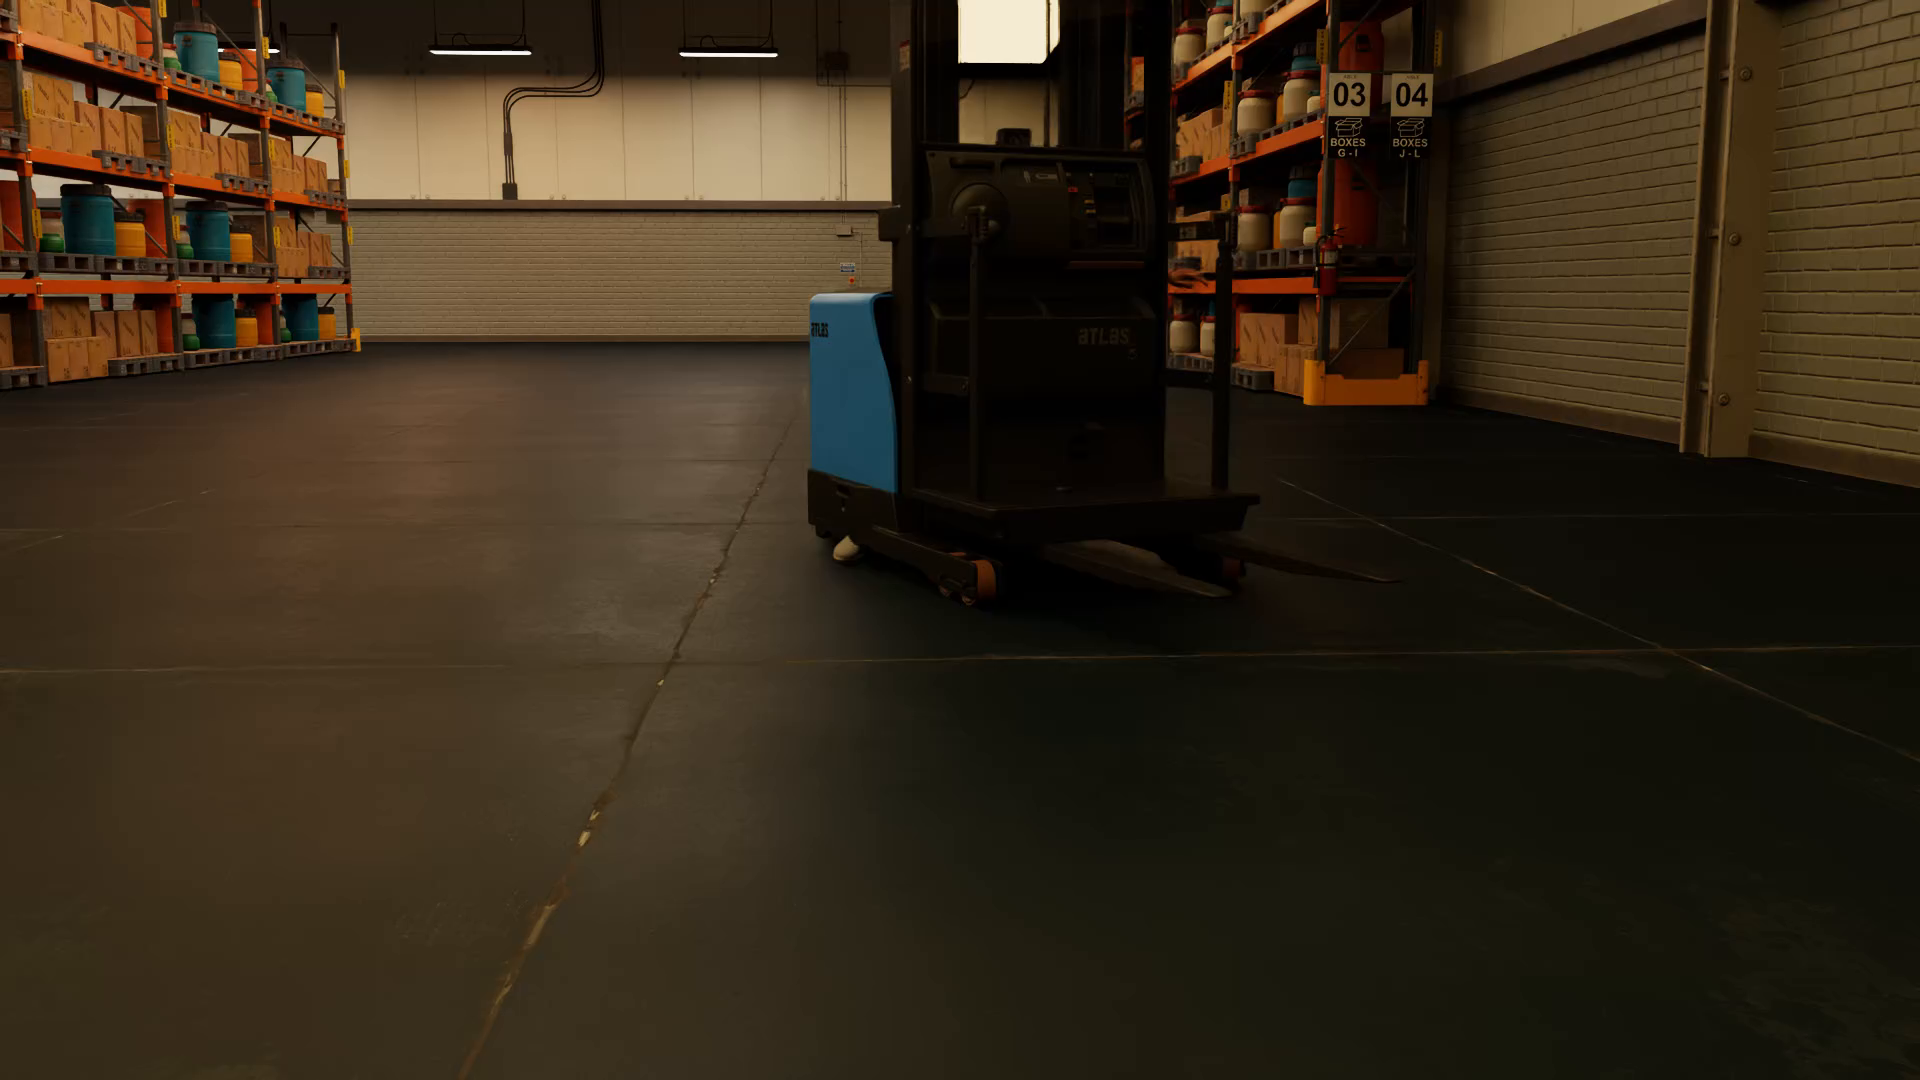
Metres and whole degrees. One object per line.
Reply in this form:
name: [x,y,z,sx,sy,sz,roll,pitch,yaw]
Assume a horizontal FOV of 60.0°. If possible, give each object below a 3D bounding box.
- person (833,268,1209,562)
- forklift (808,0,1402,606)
person: [0.227,-0.682,6.784,1.513,1.488,0.799,-1,9,-7]
forklift: [0.400,-1.292,6.030,1.130,2.935,3.031,-4,9,-24]
